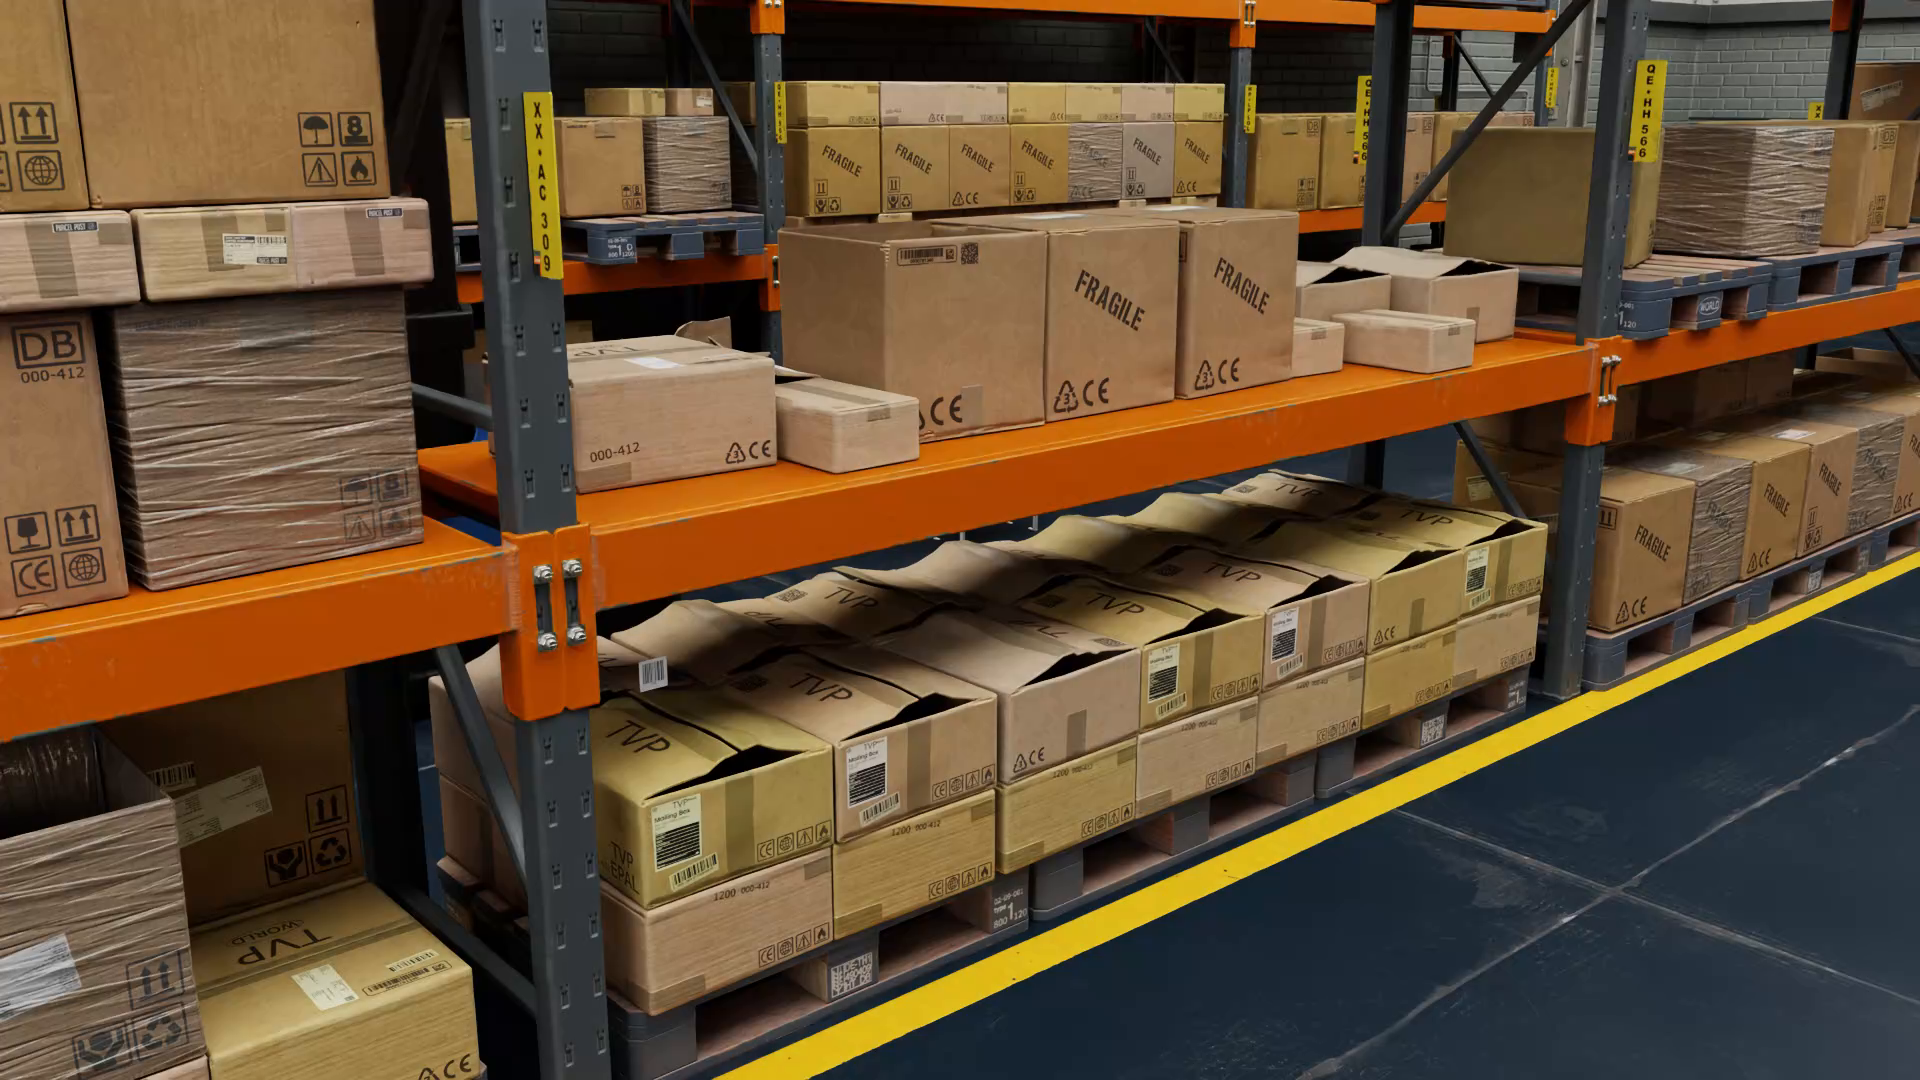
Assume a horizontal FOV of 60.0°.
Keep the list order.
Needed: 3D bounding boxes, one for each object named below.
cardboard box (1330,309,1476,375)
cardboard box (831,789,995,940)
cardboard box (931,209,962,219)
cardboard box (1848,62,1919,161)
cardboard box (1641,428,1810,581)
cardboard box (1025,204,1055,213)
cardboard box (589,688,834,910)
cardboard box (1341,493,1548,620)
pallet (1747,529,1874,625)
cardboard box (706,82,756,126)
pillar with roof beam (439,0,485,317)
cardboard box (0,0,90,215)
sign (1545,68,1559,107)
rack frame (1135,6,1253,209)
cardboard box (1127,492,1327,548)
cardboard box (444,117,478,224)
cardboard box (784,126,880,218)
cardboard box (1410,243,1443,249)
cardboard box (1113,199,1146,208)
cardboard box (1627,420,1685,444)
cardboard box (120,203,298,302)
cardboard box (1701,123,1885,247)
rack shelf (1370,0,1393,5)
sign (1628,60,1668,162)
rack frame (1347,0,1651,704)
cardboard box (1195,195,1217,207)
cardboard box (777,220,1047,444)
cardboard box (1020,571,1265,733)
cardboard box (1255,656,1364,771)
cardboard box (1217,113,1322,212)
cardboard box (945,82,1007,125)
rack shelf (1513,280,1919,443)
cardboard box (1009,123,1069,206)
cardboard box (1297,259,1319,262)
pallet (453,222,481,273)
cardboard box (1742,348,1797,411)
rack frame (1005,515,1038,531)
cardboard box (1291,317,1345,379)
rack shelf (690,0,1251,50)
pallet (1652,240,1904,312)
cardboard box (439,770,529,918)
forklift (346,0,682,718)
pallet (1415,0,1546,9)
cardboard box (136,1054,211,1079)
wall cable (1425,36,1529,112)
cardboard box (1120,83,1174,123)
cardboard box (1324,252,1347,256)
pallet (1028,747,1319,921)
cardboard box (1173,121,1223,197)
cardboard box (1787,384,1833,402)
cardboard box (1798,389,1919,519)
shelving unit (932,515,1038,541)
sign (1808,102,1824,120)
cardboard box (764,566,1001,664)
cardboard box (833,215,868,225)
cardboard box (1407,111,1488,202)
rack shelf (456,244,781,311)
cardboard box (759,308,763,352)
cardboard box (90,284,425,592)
[{"bbox_3d":[1.407,-0.637,5.307,0.250,0.149,0.380,-13,19,-39],"label":"cardboard box"},{"bbox_3d":[-0.260,0.733,4.209,0.500,0.250,0.500,-12,19,-38],"label":"cardboard box"},{"bbox_3d":[-0.199,-2.009,10.405,0.250,0.149,0.380,-12,19,-38],"label":"cardboard box"},{"bbox_3d":[5.133,-2.309,8.951,0.500,0.500,0.500,-13,19,-39],"label":"cardboard box"},{"bbox_3d":[3.208,-0.164,7.043,0.500,0.500,0.500,-13,20,-40],"label":"cardboard box"},{"bbox_3d":[0.403,-2.132,10.867,0.250,0.149,0.380,-12,19,-38],"label":"cardboard box"},{"bbox_3d":[-0.638,0.547,3.819,0.500,0.311,0.500,-13,19,-39],"label":"cardboard box"},{"bbox_3d":[1.671,0.027,5.763,0.500,0.311,0.500,-12,19,-38],"label":"cardboard box"},{"bbox_3d":[3.412,0.059,7.622,1.213,0.211,1.003,-13,19,-39],"label":"pallet"},{"bbox_3d":[-1.178,-2.619,9.981,0.500,0.250,0.500,-12,19,-38],"label":"cardboard box"},{"bbox_3d":[-0.073,-3.936,5.549,0.400,9.000,9.100,-13,19,-39],"label":"pillar with roof beam"},{"bbox_3d":[-1.824,-0.799,2.722,0.500,0.500,0.700,-13,20,-39],"label":"cardboard box"},{"bbox_3d":[5.031,-3.849,14.144,0.005,0.325,0.100,-13,19,-39],"label":"sign"},{"bbox_3d":[1.667,-2.605,12.191,0.127,3.000,1.000,-13,19,-39],"label":"rack frame"},{"bbox_3d":[0.926,0.013,5.818,0.500,0.311,0.500,-13,20,-41],"label":"cardboard box"},{"bbox_3d":[-2.624,-1.892,8.473,0.500,0.500,0.700,-13,19,-39],"label":"cardboard box"},{"bbox_3d":[-0.816,-2.162,9.722,0.500,0.500,0.500,-12,19,-38],"label":"cardboard box"},{"bbox_3d":[4.185,-2.514,14.621,0.250,0.149,0.380,-12,19,-39],"label":"cardboard box"},{"bbox_3d":[1.038,-2.243,11.281,0.250,0.149,0.380,-13,19,-39],"label":"cardboard box"},{"bbox_3d":[2.846,-0.261,7.405,0.500,0.500,0.500,-14,20,-41],"label":"cardboard box"},{"bbox_3d":[-1.365,-0.519,2.929,0.250,0.149,0.380,-13,20,-41],"label":"cardboard box"},{"bbox_3d":[3.630,-1.582,7.351,0.700,0.500,0.500,10,18,33],"label":"cardboard box"},{"bbox_3d":[0.396,-1.727,4.484,4.000,0.370,1.077,-13,19,-39],"label":"rack shelf"},{"bbox_3d":[2.271,-1.416,5.495,0.005,0.325,0.100,-13,19,-39],"label":"sign"},{"bbox_3d":[1.904,-0.964,6.047,0.127,3.000,1.000,-13,19,-39],"label":"rack frame"},{"bbox_3d":[1.598,-2.381,11.801,0.250,0.149,0.380,-12,19,-39],"label":"cardboard box"},{"bbox_3d":[-0.126,-0.551,4.306,0.500,0.500,0.500,-11,18,-35],"label":"cardboard box"},{"bbox_3d":[0.521,0.286,4.795,0.500,0.311,0.500,-12,19,-38],"label":"cardboard box"},{"bbox_3d":[0.900,0.471,5.190,0.500,0.250,0.500,-12,19,-38],"label":"cardboard box"},{"bbox_3d":[2.087,-2.839,12.485,0.700,0.700,0.980,-12,19,-39],"label":"cardboard box"},{"bbox_3d":[-0.059,-2.695,10.265,0.500,0.250,0.500,-12,19,-39],"label":"cardboard box"},{"bbox_3d":[3.413,-0.955,7.408,4.000,0.370,1.077,-13,19,-39],"label":"rack shelf"},{"bbox_3d":[0.348,-2.422,10.697,0.500,0.500,0.500,-12,19,-38],"label":"cardboard box"},{"bbox_3d":[2.654,-2.169,13.332,0.250,0.149,0.380,-13,20,-41],"label":"cardboard box"},{"bbox_3d":[-2.817,-1.492,8.394,1.213,0.211,1.003,-13,19,-39],"label":"pallet"},{"bbox_3d":[3.643,-0.805,7.989,0.500,0.250,0.500,-13,19,-39],"label":"cardboard box"},{"bbox_3d":[0.309,-0.649,8.355,0.015,1.200,0.240,-13,19,-39],"label":"rack frame"},{"bbox_3d":[0.979,-0.616,5.229,0.250,0.149,0.380,-11,18,-35],"label":"cardboard box"},{"bbox_3d":[0.159,-3.368,10.629,4.000,0.370,1.077,-13,19,-39],"label":"rack shelf"},{"bbox_3d":[3.368,-1.202,7.308,1.213,0.211,1.003,-13,19,-39],"label":"pallet"},{"bbox_3d":[-0.991,0.712,4.285,0.500,0.250,0.500,-13,20,-40],"label":"cardboard box"},{"bbox_3d":[-2.550,-0.824,5.655,3.031,2.935,1.130,-12,19,-38],"label":"forklift"},{"bbox_3d":[4.132,-4.562,13.875,1.213,0.211,1.003,-13,19,-39],"label":"pallet"},{"bbox_3d":[-1.703,1.043,3.047,0.500,0.250,0.500,-13,19,-39],"label":"cardboard box"},{"bbox_3d":[5.030,-4.175,16.099,1.851,1.984,0.084,-13,19,-39],"label":"wall cable"},{"bbox_3d":[1.091,-2.956,11.241,0.500,0.250,0.500,-12,19,-38],"label":"cardboard box"},{"bbox_3d":[3.230,-2.299,13.816,0.250,0.149,0.380,-12,19,-39],"label":"cardboard box"},{"bbox_3d":[0.338,0.721,5.143,1.213,0.211,1.003,-13,19,-39],"label":"pallet"},{"bbox_3d":[1.485,-2.680,11.661,0.500,0.500,0.500,-13,20,-40],"label":"cardboard box"},{"bbox_3d":[4.002,-0.520,8.374,0.500,0.500,0.500,-12,19,-39],"label":"cardboard box"},{"bbox_3d":[4.359,-0.425,8.020,0.500,0.500,0.500,-13,19,-39],"label":"cardboard box"},{"bbox_3d":[0.125,-0.608,8.200,0.503,1.200,0.258,-13,19,-39],"label":"shelving unit"},{"bbox_3d":[4.560,-2.164,8.862,0.005,0.325,0.100,-13,19,-39],"label":"sign"},{"bbox_3d":[-0.229,0.270,4.853,0.500,0.311,0.500,-13,20,-40],"label":"cardboard box"},{"bbox_3d":[-0.754,-1.868,9.878,0.250,0.149,0.380,-12,19,-39],"label":"cardboard box"},{"bbox_3d":[3.765,-3.214,13.889,0.700,0.700,0.980,-13,20,-40],"label":"cardboard box"},{"bbox_3d":[-2.859,-1.241,8.479,4.000,0.370,1.077,-13,19,-39],"label":"rack shelf"},{"bbox_3d":[-0.709,-1.191,10.249,0.750,0.750,0.750,-13,20,-40],"label":"cardboard box"},{"bbox_3d":[-1.444,-0.258,3.211,0.500,0.500,0.700,-13,20,-41],"label":"cardboard box"}]
